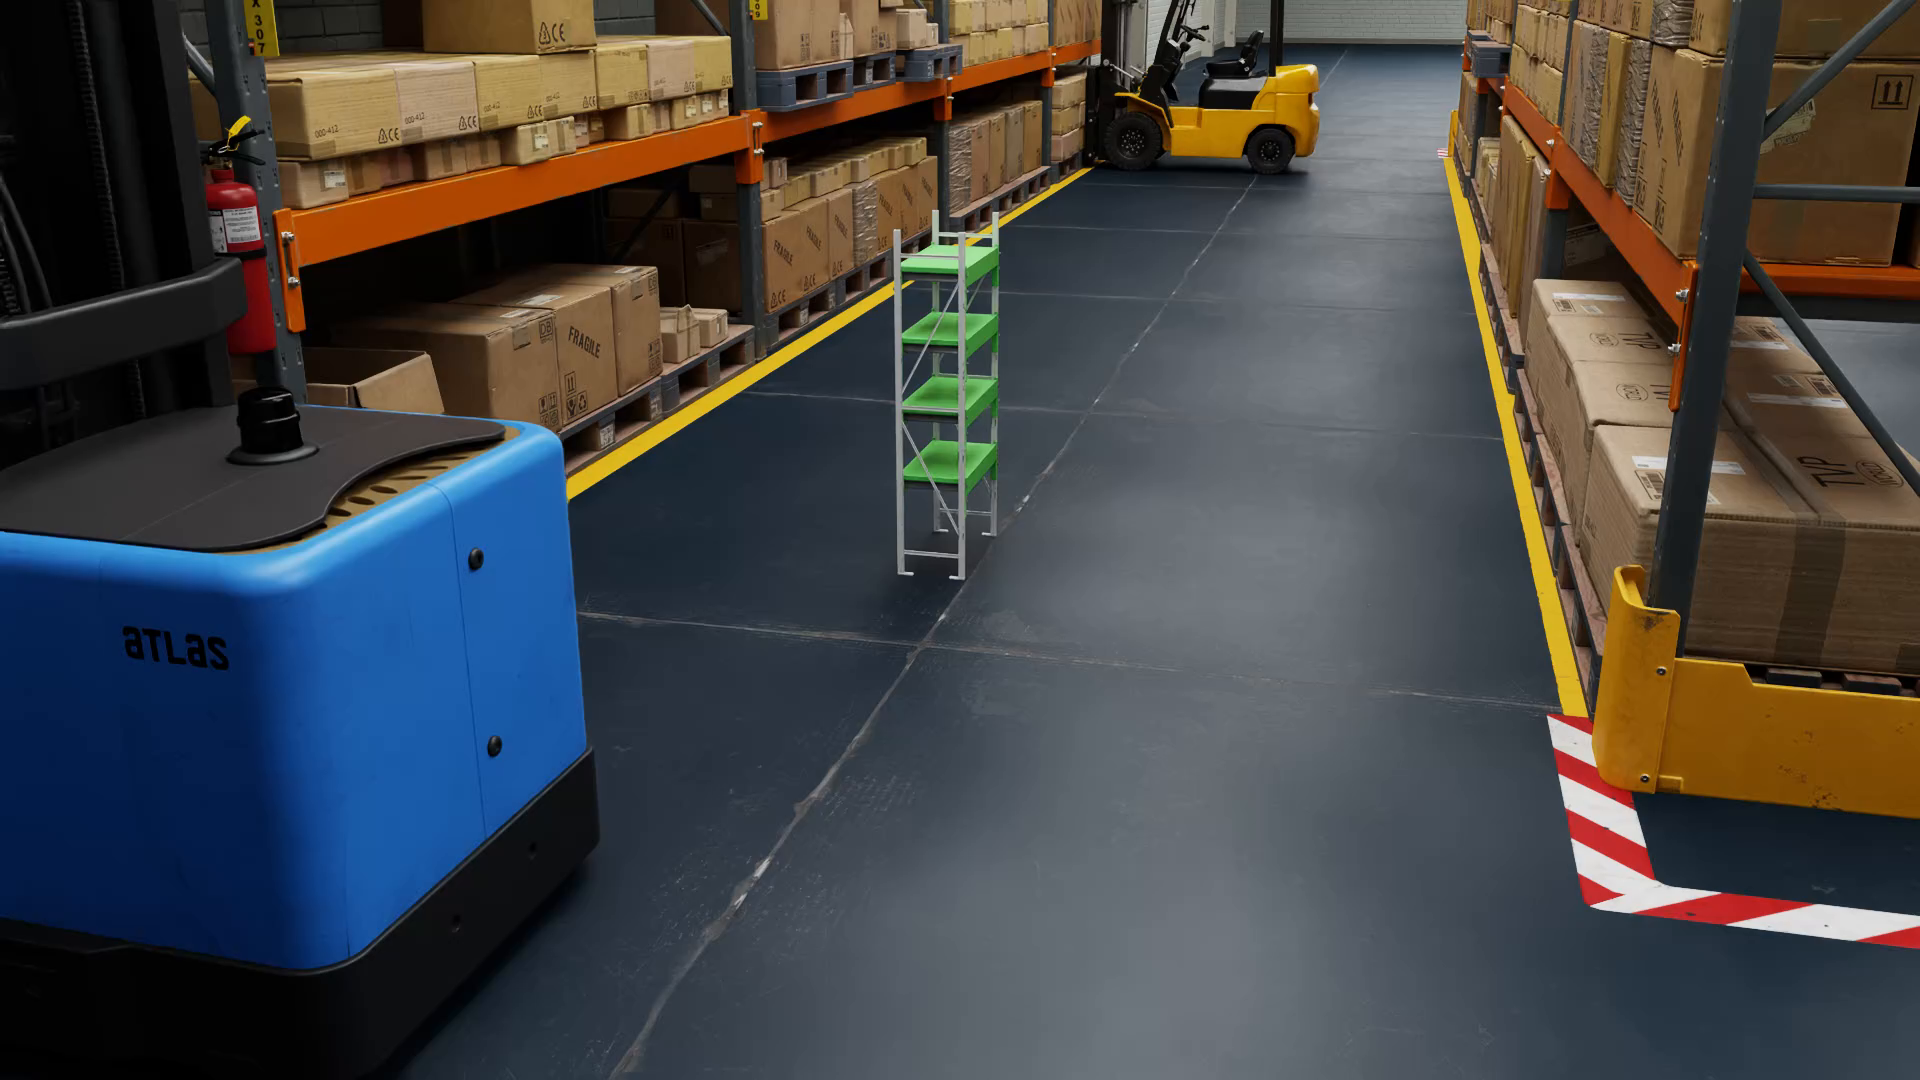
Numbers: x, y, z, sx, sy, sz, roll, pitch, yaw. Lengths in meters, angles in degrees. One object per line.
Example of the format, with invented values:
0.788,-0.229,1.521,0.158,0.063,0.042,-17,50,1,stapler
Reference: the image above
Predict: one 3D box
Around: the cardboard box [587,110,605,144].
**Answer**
-1.770,-1.797,7.196,0.380,0.149,0.250,5,19,14,cardboard box

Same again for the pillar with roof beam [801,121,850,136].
3.039,-6.669,11.791,9.100,9.000,0.400,5,19,13,pillar with roof beam

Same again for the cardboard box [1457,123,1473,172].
6.535,-2.821,10.334,6.524,2.239,14.433,5,20,15,cardboard box

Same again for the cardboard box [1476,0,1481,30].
5.321,-5.225,16.229,0.500,0.500,0.500,5,20,15,cardboard box

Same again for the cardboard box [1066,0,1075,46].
0.870,-5.274,16.834,0.500,0.500,0.500,5,19,14,cardboard box

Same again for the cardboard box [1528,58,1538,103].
3.512,-2.614,9.431,0.500,0.250,0.500,5,19,13,cardboard box

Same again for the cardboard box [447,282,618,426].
-1.820,-0.806,7.123,0.500,0.500,0.500,5,19,14,cardboard box

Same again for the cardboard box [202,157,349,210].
-2.188,-1.145,5.289,0.380,0.149,0.250,5,19,13,cardboard box

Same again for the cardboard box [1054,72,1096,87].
1.201,-4.922,18.014,0.500,0.250,0.500,4,19,12,cardboard box

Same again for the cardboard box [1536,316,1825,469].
2.782,-0.563,6.509,0.875,0.438,0.875,4,19,12,cardboard box

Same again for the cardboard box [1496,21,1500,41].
4.169,-3.751,12.268,0.380,0.149,0.250,4,19,11,cardboard box

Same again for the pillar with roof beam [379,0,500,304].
1.573,-4.788,6.285,9.100,9.000,0.400,5,19,13,pillar with roof beam

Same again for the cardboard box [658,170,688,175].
-1.600,-2.140,10.025,0.380,0.149,0.250,4,19,11,cardboard box

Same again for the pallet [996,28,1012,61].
12.263,-4.137,11.636,25.245,1.709,1.217,4,19,11,pallet

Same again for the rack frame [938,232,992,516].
0.018,-0.592,6.066,0.228,1.046,0.006,5,19,13,rack frame

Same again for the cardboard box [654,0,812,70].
-1.222,-2.817,8.989,0.700,0.500,0.500,5,20,15,cardboard box

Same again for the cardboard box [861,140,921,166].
-0.491,-2.750,11.813,0.380,0.149,0.250,4,19,11,cardboard box

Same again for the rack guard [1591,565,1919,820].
2.274,0.398,4.248,1.175,0.500,0.348,5,19,13,rack guard

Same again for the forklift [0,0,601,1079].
1.772,-0.427,3.038,11.329,2.843,2.598,5,20,15,forklift

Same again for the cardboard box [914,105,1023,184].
0.584,-4.276,17.090,0.963,0.625,4.871,5,19,14,cardboard box

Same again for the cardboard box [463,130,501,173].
-1.960,-1.472,6.245,0.380,0.149,0.250,5,19,14,cardboard box

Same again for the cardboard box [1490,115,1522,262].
3.985,-2.283,10.868,0.875,0.875,0.875,4,19,13,cardboard box

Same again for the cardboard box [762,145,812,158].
-1.240,-2.631,11.464,0.380,0.149,0.250,4,19,11,cardboard box

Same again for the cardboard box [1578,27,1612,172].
2.634,-1.654,6.234,0.500,0.500,0.500,5,19,14,cardboard box

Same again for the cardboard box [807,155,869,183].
-0.806,-2.425,10.860,0.380,0.149,0.250,4,19,11,cardboard box

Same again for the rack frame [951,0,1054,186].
0.398,-4.944,16.022,1.000,3.000,0.127,5,19,13,rack frame

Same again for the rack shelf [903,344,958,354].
-0.040,-0.710,5.776,0.199,0.029,0.442,5,19,13,rack shelf

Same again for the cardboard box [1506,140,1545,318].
3.544,-1.723,9.230,0.966,0.875,0.966,3,19,9,cardboard box

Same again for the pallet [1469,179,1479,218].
5.023,-2.989,14.613,1.003,0.211,1.213,5,19,13,pallet

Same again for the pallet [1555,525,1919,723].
2.399,0.271,5.068,1.003,0.211,1.213,5,19,13,pallet

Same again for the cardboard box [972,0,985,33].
-0.111,-4.133,13.104,0.500,0.250,0.500,5,20,15,cardboard box

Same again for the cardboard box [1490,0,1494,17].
4.448,-4.343,12.997,0.500,0.500,0.500,4,19,11,cardboard box

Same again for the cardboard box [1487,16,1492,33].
4.701,-4.407,14.189,0.380,0.149,0.250,5,20,14,cardboard box

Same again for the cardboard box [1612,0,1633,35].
2.515,-1.961,5.586,0.500,0.500,0.500,5,19,13,cardboard box

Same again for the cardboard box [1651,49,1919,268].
2.141,-1.011,4.353,0.500,0.500,0.500,5,19,14,cardboard box

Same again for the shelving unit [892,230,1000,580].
7.155,-1.278,8.074,13.061,1.200,8.595,5,19,13,shelving unit

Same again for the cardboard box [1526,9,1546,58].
3.473,-2.851,9.351,0.500,0.250,0.500,5,19,14,cardboard box

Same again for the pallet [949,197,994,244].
-0.341,-2.626,13.548,1.003,0.211,1.213,5,19,13,pallet

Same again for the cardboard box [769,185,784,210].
-1.219,-1.944,9.451,0.380,0.149,0.250,4,19,12,cardboard box

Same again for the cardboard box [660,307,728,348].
-1.408,-1.088,8.494,0.380,0.149,0.250,4,19,12,cardboard box

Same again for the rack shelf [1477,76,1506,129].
4.723,-3.586,13.158,1.077,0.370,4.000,5,19,13,rack shelf

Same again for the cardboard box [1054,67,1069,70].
0.955,-5.276,19.050,0.500,0.250,0.500,5,19,13,cardboard box

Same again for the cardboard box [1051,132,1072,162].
0.837,-3.967,16.765,0.500,0.250,0.500,5,19,14,cardboard box

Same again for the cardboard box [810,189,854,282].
-0.974,-1.910,10.356,0.500,0.500,0.500,4,19,12,cardboard box

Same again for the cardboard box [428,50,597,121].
-1.814,-1.853,6.743,0.500,0.250,0.500,4,19,12,cardboard box

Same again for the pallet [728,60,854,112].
-1.256,-2.588,9.420,1.003,0.211,1.213,5,19,13,pallet

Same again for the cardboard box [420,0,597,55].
-1.796,-2.199,6.595,0.500,0.500,0.500,5,20,15,cardboard box

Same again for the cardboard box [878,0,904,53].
-0.799,-3.412,10.726,0.797,0.503,0.637,4,19,12,cardboard box

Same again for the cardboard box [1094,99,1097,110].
1.195,-4.678,18.074,0.500,0.250,0.500,5,19,13,cardboard box

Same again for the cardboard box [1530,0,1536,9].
7.027,-4.727,11.663,5.801,1.807,6.767,5,20,15,cardboard box

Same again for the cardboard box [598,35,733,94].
-1.445,-2.327,8.133,0.500,0.250,0.500,5,20,15,cardboard box
